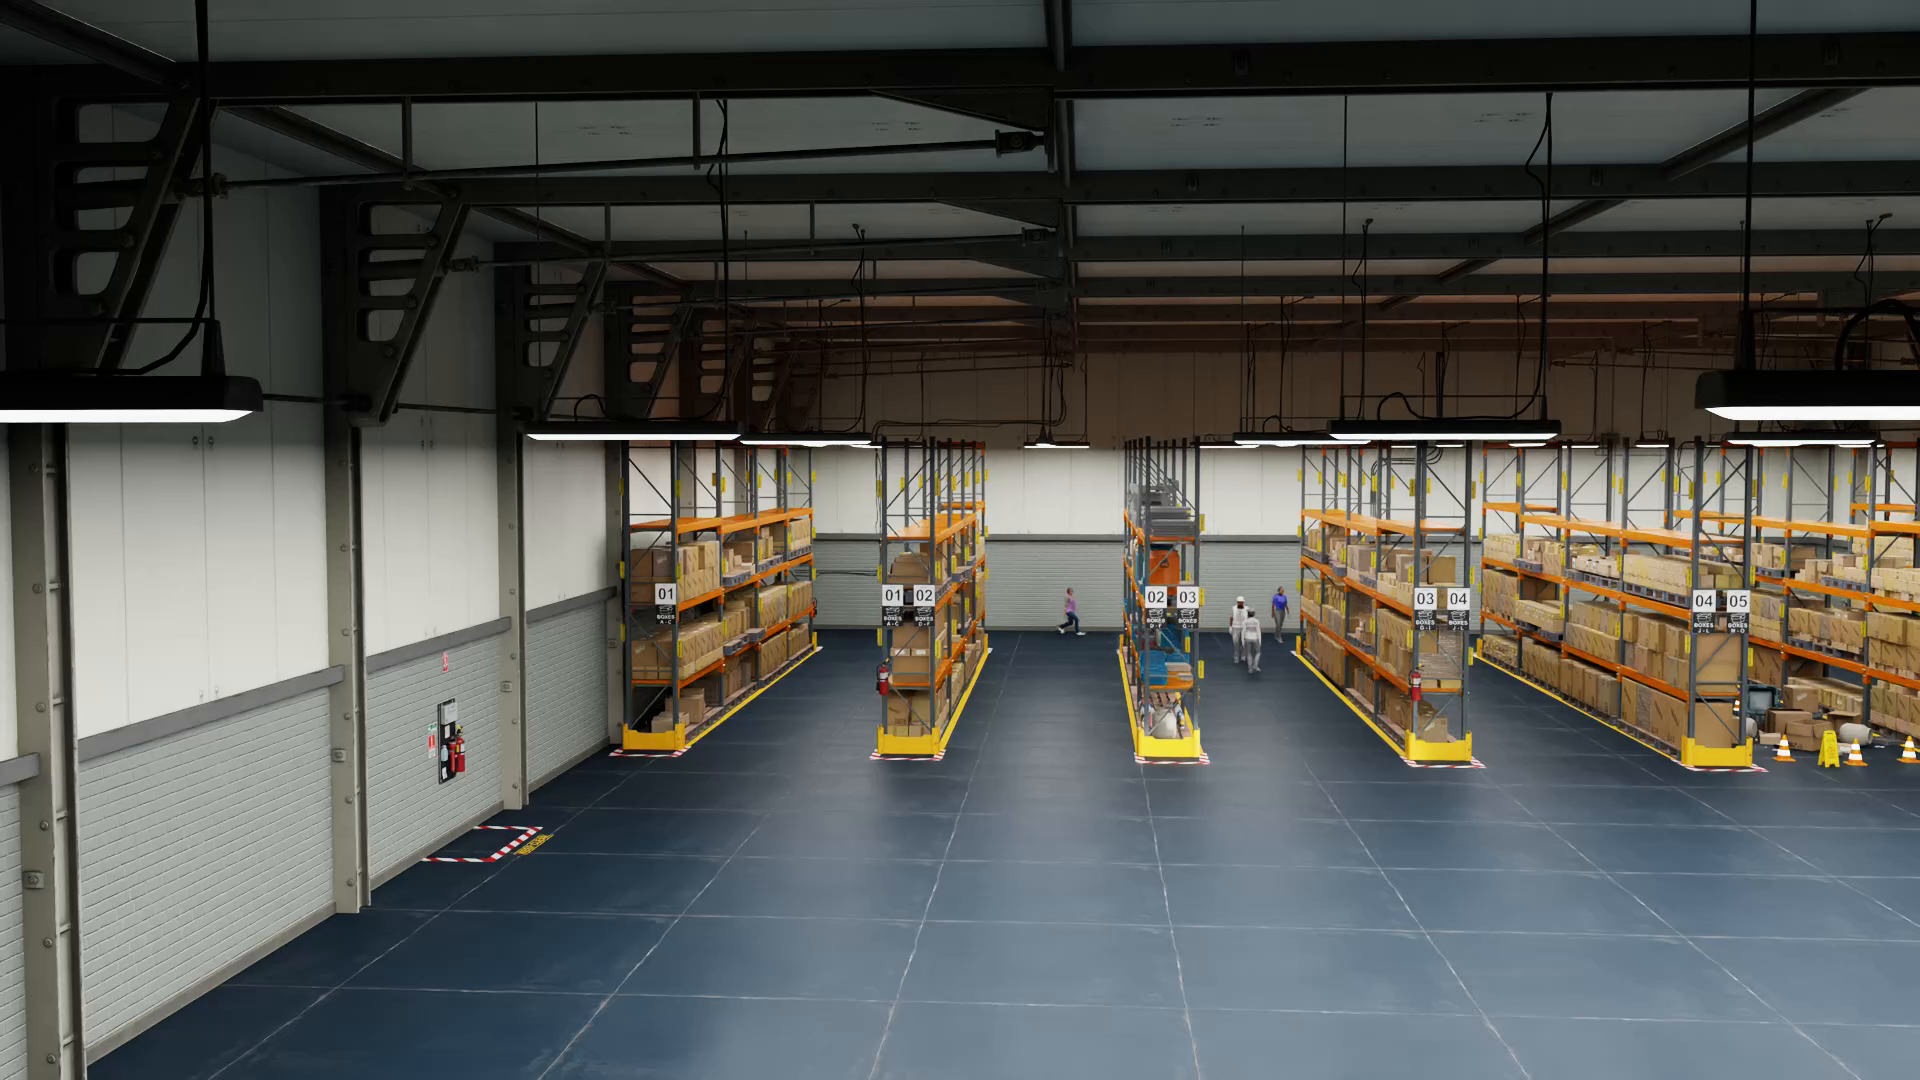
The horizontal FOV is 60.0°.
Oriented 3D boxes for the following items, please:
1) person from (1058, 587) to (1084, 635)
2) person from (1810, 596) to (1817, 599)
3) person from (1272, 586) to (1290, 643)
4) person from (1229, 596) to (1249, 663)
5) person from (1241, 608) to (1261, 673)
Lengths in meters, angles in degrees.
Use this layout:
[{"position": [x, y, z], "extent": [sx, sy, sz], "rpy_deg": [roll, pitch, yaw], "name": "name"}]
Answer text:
[{"position": [3.446, 2.207, 51.785], "extent": [0.962, 1.472, 0.399], "rpy_deg": [2, 4, 30], "name": "person"}, {"position": [24.210, 2.387, 47.103], "extent": [0.962, 1.614, 0.477], "rpy_deg": [0, 3, 8], "name": "person"}, {"position": [9.649, 2.224, 49.983], "extent": [0.485, 1.666, 0.640], "rpy_deg": [-1, 3, -23], "name": "person"}, {"position": [7.613, 2.436, 45.118], "extent": [0.613, 1.835, 0.547], "rpy_deg": [1, 3, 11], "name": "person"}, {"position": [7.500, 2.602, 42.779], "extent": [0.520, 1.675, 0.479], "rpy_deg": [1, 3, 11], "name": "person"}]
